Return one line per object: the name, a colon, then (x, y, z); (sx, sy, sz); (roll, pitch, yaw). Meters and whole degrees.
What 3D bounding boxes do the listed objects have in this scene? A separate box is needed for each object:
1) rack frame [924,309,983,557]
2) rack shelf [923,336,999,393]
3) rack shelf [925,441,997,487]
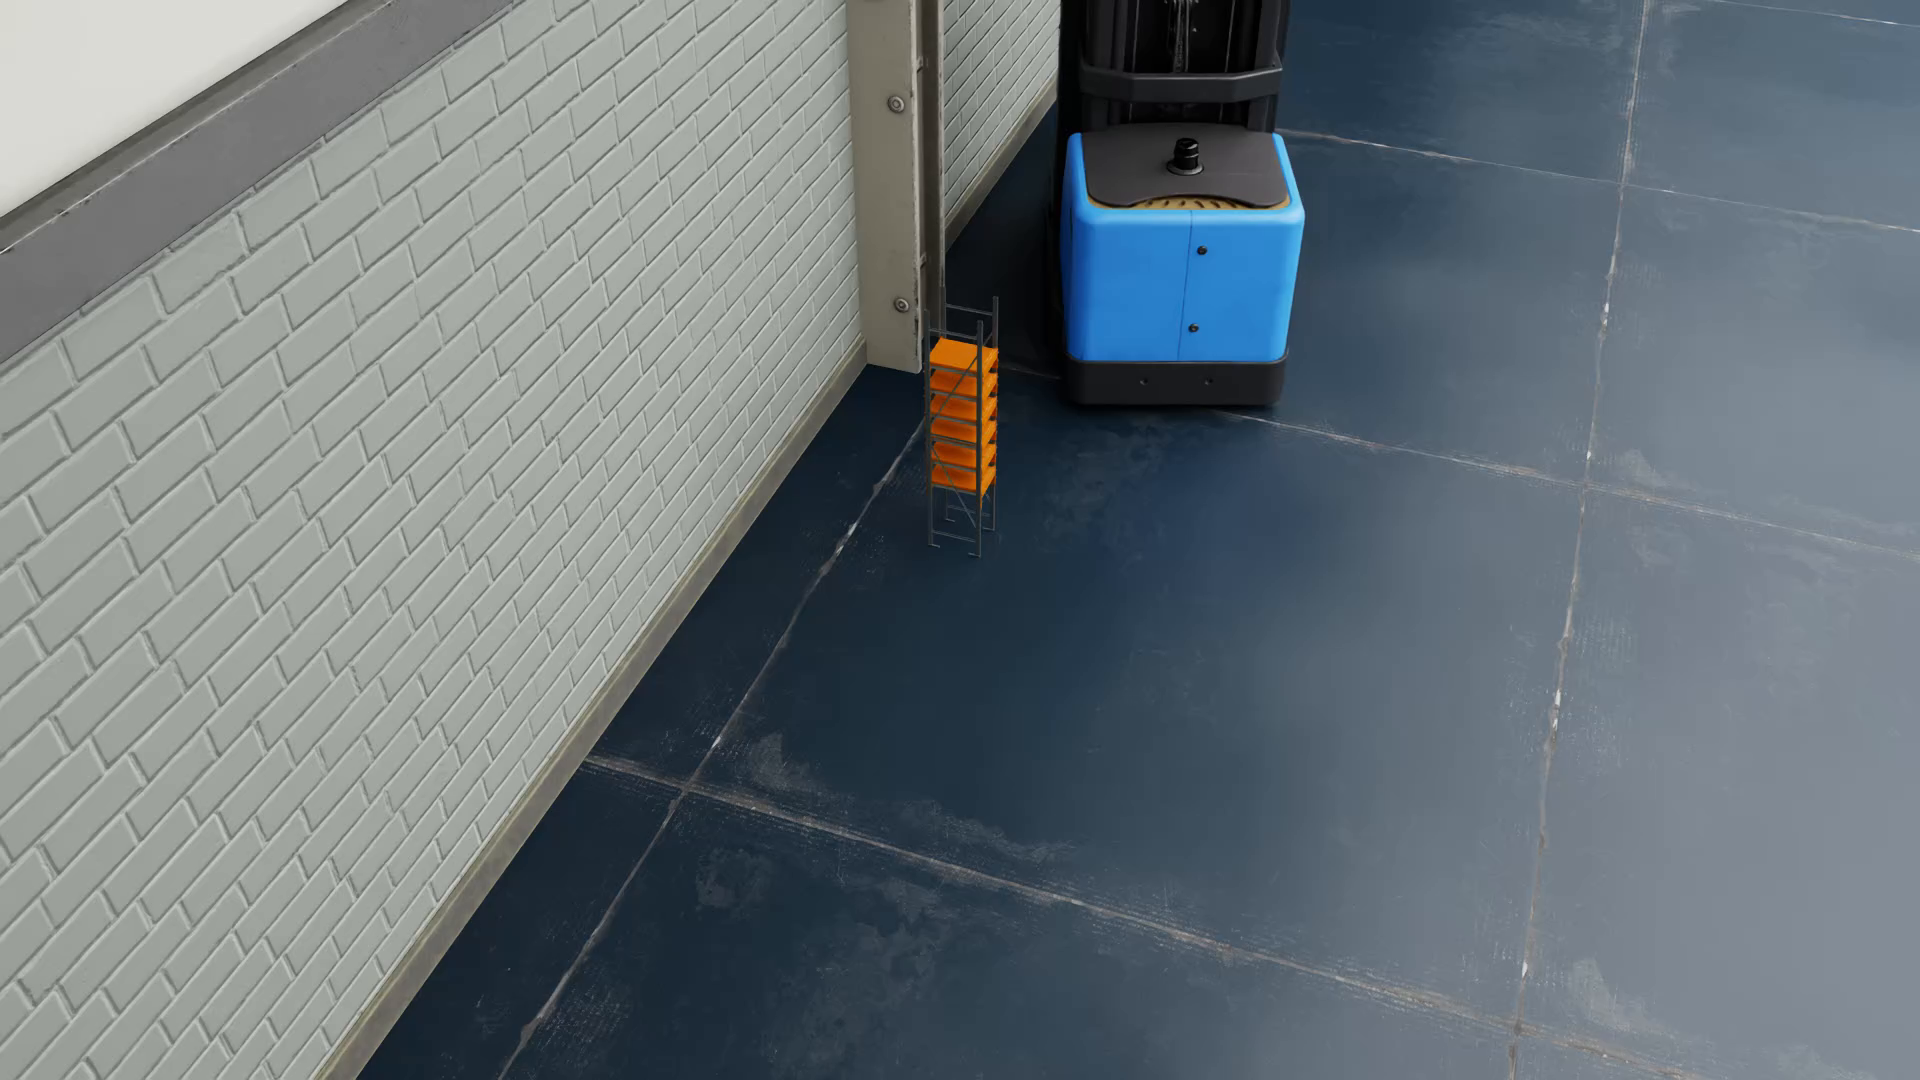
rack frame: (-0.026, -0.409, 6.806); (0.240, 1.200, 0.006); (13, 42, 15)
rack shelf: (0.005, -0.705, 6.666); (0.258, 0.103, 0.180); (13, 42, 15)
rack shelf: (0.005, -0.340, 6.978); (0.258, 0.103, 0.180); (13, 42, 15)
